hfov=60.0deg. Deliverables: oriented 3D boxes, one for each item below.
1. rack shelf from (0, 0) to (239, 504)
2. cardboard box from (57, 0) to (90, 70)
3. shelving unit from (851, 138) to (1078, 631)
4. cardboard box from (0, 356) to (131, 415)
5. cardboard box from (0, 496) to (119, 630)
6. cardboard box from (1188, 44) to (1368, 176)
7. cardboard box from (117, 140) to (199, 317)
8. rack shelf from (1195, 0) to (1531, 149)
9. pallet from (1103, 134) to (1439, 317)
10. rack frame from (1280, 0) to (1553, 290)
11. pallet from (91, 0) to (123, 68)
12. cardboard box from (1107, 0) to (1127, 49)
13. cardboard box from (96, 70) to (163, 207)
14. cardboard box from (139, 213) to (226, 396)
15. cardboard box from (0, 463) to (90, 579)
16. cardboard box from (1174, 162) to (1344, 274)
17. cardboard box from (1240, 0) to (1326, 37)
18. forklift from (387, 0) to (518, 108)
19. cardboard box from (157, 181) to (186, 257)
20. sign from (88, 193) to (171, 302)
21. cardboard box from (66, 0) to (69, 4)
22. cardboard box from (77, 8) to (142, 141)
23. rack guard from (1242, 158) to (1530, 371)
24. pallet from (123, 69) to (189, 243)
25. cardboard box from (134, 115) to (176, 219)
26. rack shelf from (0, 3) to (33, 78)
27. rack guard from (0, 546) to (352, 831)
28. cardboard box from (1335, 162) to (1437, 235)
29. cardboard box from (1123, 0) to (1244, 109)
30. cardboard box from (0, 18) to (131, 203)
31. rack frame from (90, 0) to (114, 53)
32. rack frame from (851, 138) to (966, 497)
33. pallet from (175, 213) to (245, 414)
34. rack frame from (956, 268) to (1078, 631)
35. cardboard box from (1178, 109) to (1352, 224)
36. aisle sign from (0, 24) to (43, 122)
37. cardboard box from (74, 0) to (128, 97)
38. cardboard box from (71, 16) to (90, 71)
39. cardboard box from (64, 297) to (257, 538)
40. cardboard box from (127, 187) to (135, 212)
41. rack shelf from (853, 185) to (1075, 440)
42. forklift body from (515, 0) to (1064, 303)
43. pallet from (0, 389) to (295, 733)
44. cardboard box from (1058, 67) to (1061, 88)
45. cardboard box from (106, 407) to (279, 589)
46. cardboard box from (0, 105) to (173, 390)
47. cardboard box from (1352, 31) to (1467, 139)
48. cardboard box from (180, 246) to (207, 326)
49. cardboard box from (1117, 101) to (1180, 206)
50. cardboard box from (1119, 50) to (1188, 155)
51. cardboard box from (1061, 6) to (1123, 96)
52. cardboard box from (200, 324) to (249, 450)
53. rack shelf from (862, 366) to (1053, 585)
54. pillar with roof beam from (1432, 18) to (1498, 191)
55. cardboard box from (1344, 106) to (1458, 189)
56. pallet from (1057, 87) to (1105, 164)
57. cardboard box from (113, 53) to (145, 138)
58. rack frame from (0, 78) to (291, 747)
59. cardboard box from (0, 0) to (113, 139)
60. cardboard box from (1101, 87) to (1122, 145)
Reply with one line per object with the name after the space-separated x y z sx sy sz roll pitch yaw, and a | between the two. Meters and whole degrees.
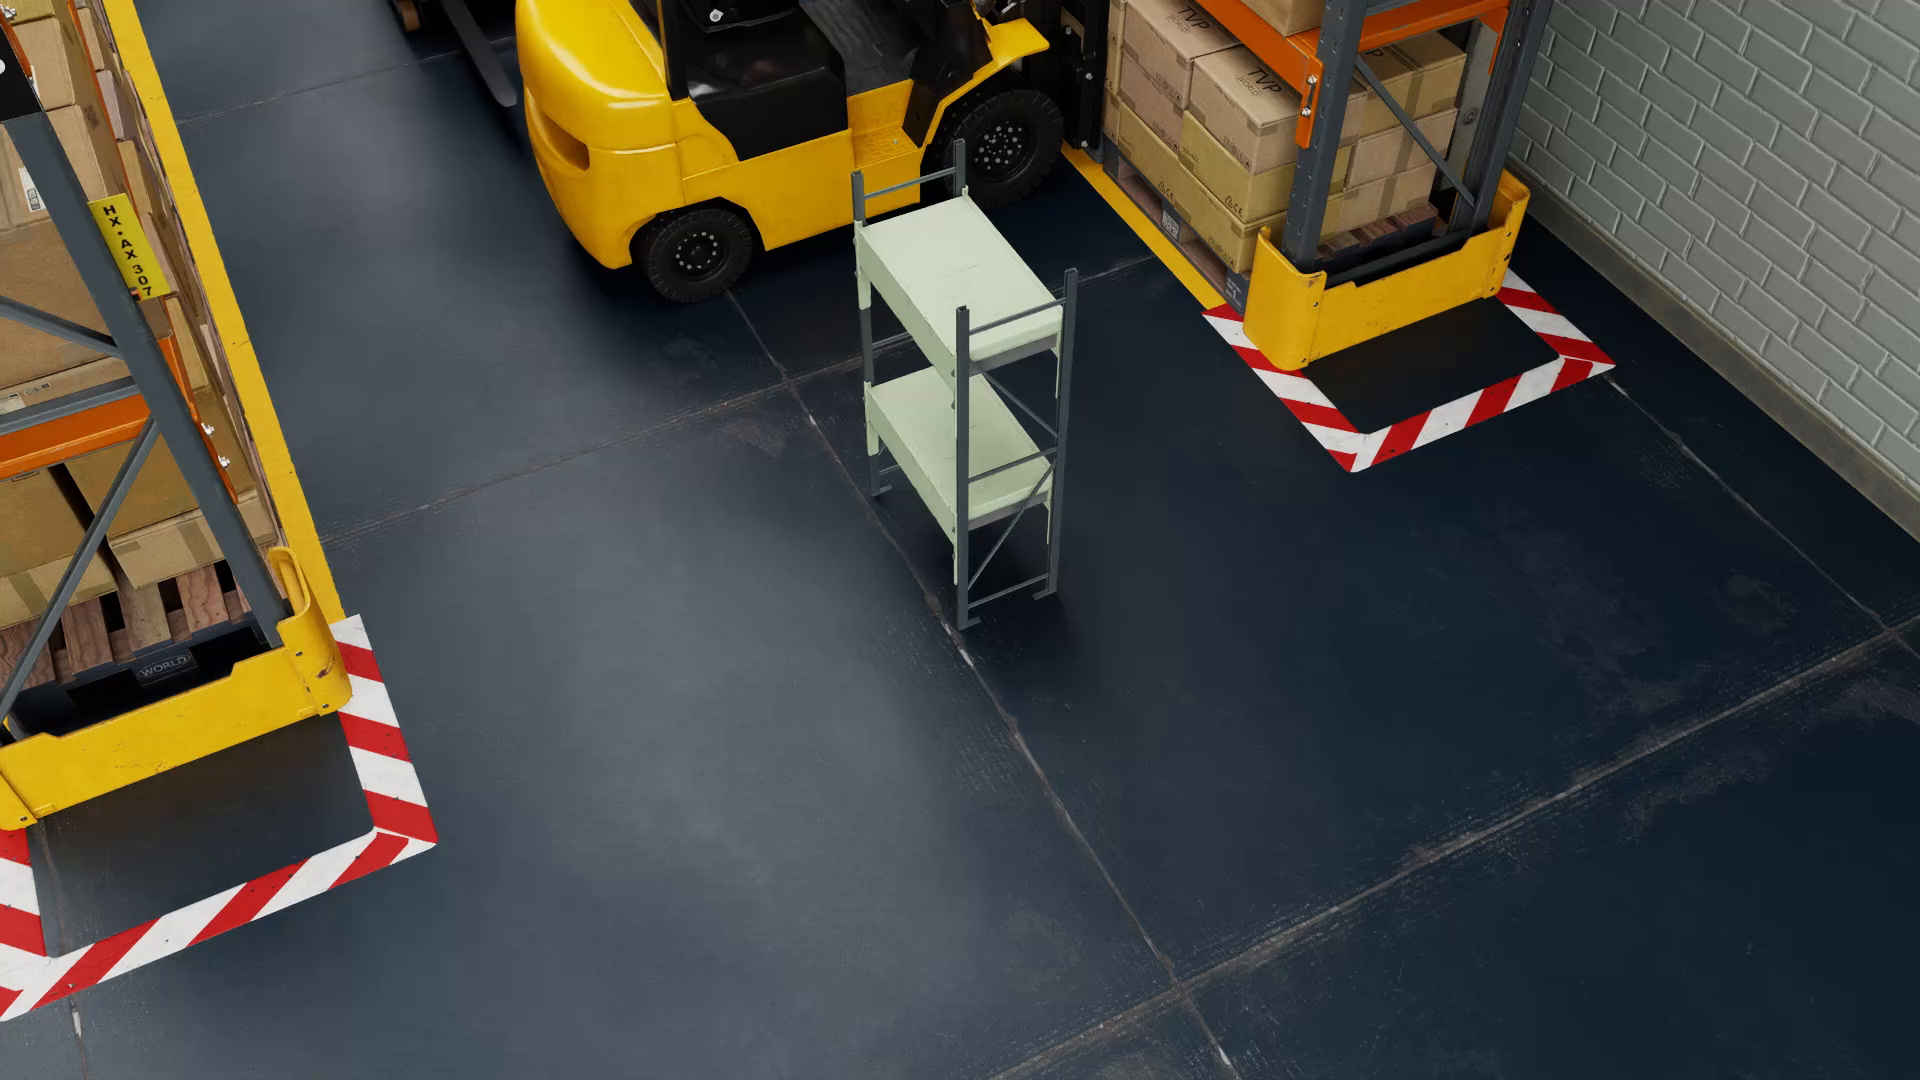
-3.569 -1.390 5.951 1.077 0.370 4.000 -21 52 -18 | rack shelf
-3.338 -1.855 5.616 0.500 0.500 0.500 -22 52 -18 | cardboard box
0.003 -0.489 5.682 0.431 1.500 0.755 -21 52 -18 | shelving unit
-2.625 -0.504 4.865 0.380 0.149 0.250 -21 52 -17 | cardboard box
-3.274 0.015 5.792 0.500 0.250 0.500 -21 52 -18 | cardboard box
1.270 -1.763 6.683 0.500 0.250 0.500 -20 52 -16 | cardboard box
-3.254 -1.106 6.274 0.500 0.500 0.500 -20 52 -17 | cardboard box
0.843 -3.102 7.448 1.077 0.370 4.000 -21 52 -18 | rack shelf
1.371 -1.580 7.491 1.003 0.211 1.213 -21 52 -18 | pallet
1.758 -2.000 6.007 1.000 3.000 0.127 -21 52 -18 | rack frame
-4.842 -2.568 8.355 1.003 0.211 1.213 -21 52 -18 | pallet
0.791 -2.437 7.272 0.500 0.250 0.500 -21 52 -17 | cardboard box
-3.506 -1.460 6.584 0.500 0.500 0.500 -19 51 -16 | cardboard box
-3.032 -0.767 5.978 0.500 0.500 0.500 -23 53 -19 | cardboard box
-3.252 -0.214 5.494 0.500 0.500 0.500 -21 52 -17 | cardboard box
1.262 -1.439 7.063 0.500 0.250 0.500 -21 52 -17 | cardboard box
1.299 -2.272 6.178 0.500 0.500 0.500 -22 52 -18 | cardboard box
-2.499 -3.952 7.759 1.130 2.935 3.031 -21 52 -17 | forklift
-3.494 -1.200 6.855 0.500 0.250 0.500 -20 52 -17 | cardboard box
-2.172 -0.760 4.347 0.100 0.325 0.005 -21 52 -18 | sign
-3.598 -2.093 6.255 0.380 0.149 0.250 -22 52 -18 | cardboard box
-3.741 -1.802 6.882 0.500 0.500 0.500 -20 52 -17 | cardboard box
1.769 -1.161 6.933 1.175 0.500 0.348 -21 52 -18 | rack guard
-4.146 -1.610 7.518 1.003 0.211 1.213 -21 52 -18 | pallet
-3.722 -1.542 7.154 0.500 0.250 0.500 -22 53 -18 | cardboard box
-3.569 -2.377 4.821 1.077 0.370 4.000 -21 52 -18 | rack shelf
-2.689 0.484 5.494 1.175 0.500 0.348 -21 52 -18 | rack guard
1.707 -1.629 7.230 0.500 0.250 0.500 -21 52 -17 | cardboard box
1.031 -2.103 6.980 0.500 0.250 0.500 -20 52 -17 | cardboard box
-2.864 -1.177 5.022 0.500 0.500 0.500 -20 52 -16 | cardboard box
-4.484 -2.965 6.851 1.000 3.000 0.127 -21 52 -18 | rack frame
-0.164 -0.734 5.896 0.400 1.500 0.023 -21 52 -18 | rack frame
-3.583 -0.792 6.803 1.003 0.211 1.213 -21 52 -18 | pallet
0.171 -0.244 5.467 0.400 1.500 0.023 -21 52 -18 | rack frame
1.257 -1.616 6.886 0.500 0.250 0.500 -22 52 -18 | cardboard box
-2.350 -1.209 3.588 0.394 0.787 0.004 -21 52 -18 | aisle sign
-3.975 -2.141 7.180 0.500 0.500 0.500 -22 52 -18 | cardboard box
-3.358 -1.752 5.957 0.380 0.149 0.250 -21 52 -17 | cardboard box
-2.789 -0.419 5.673 0.500 0.500 0.500 -23 53 -19 | cardboard box
-2.878 -1.059 5.350 0.380 0.149 0.250 -20 52 -17 | cardboard box
0.003 -0.746 5.388 0.431 0.370 0.720 -21 52 -18 | rack shelf
-0.732 -2.361 6.886 2.313 2.155 1.214 -21 52 -18 | forklift body
-3.029 0.023 6.089 1.003 0.211 1.213 -21 52 -18 | pallet
0.564 -2.453 7.950 0.500 0.250 0.500 -20 52 -16 | cardboard box
-2.777 -0.156 5.941 0.500 0.250 0.500 -22 52 -18 | cardboard box
-2.624 -0.831 4.720 0.500 0.500 0.500 -22 52 -18 | cardboard box
1.706 -1.949 6.845 0.500 0.250 0.500 -22 52 -18 | cardboard box
-3.265 -0.861 6.558 0.500 0.250 0.500 -18 51 -15 | cardboard box
1.043 -1.775 7.357 0.500 0.250 0.500 -21 52 -18 | cardboard box
1.037 -1.955 7.183 0.500 0.250 0.500 -22 52 -18 | cardboard box
0.782 -2.293 7.479 0.500 0.250 0.500 -22 52 -18 | cardboard box
-3.004 -0.500 6.242 0.500 0.250 0.500 -19 52 -16 | cardboard box
0.003 -0.275 5.927 0.431 0.370 0.720 -21 52 -18 | rack shelf
-1.587 -3.269 3.131 9.100 9.000 0.400 -21 52 -18 | pillar with roof beam
1.727 -1.784 7.033 0.500 0.250 0.500 -20 52 -17 | cardboard box
0.816 -2.395 8.204 1.003 0.211 1.213 -21 52 -18 | pallet
-3.975 -1.895 7.462 0.500 0.250 0.500 -19 52 -16 | cardboard box
-2.654 -0.288 4.509 1.000 3.000 0.127 -21 52 -18 | rack frame
-3.098 -1.517 5.320 0.500 0.500 0.500 -22 52 -18 | cardboard box
0.822 -2.113 7.653 0.500 0.250 0.500 -21 52 -17 | cardboard box
